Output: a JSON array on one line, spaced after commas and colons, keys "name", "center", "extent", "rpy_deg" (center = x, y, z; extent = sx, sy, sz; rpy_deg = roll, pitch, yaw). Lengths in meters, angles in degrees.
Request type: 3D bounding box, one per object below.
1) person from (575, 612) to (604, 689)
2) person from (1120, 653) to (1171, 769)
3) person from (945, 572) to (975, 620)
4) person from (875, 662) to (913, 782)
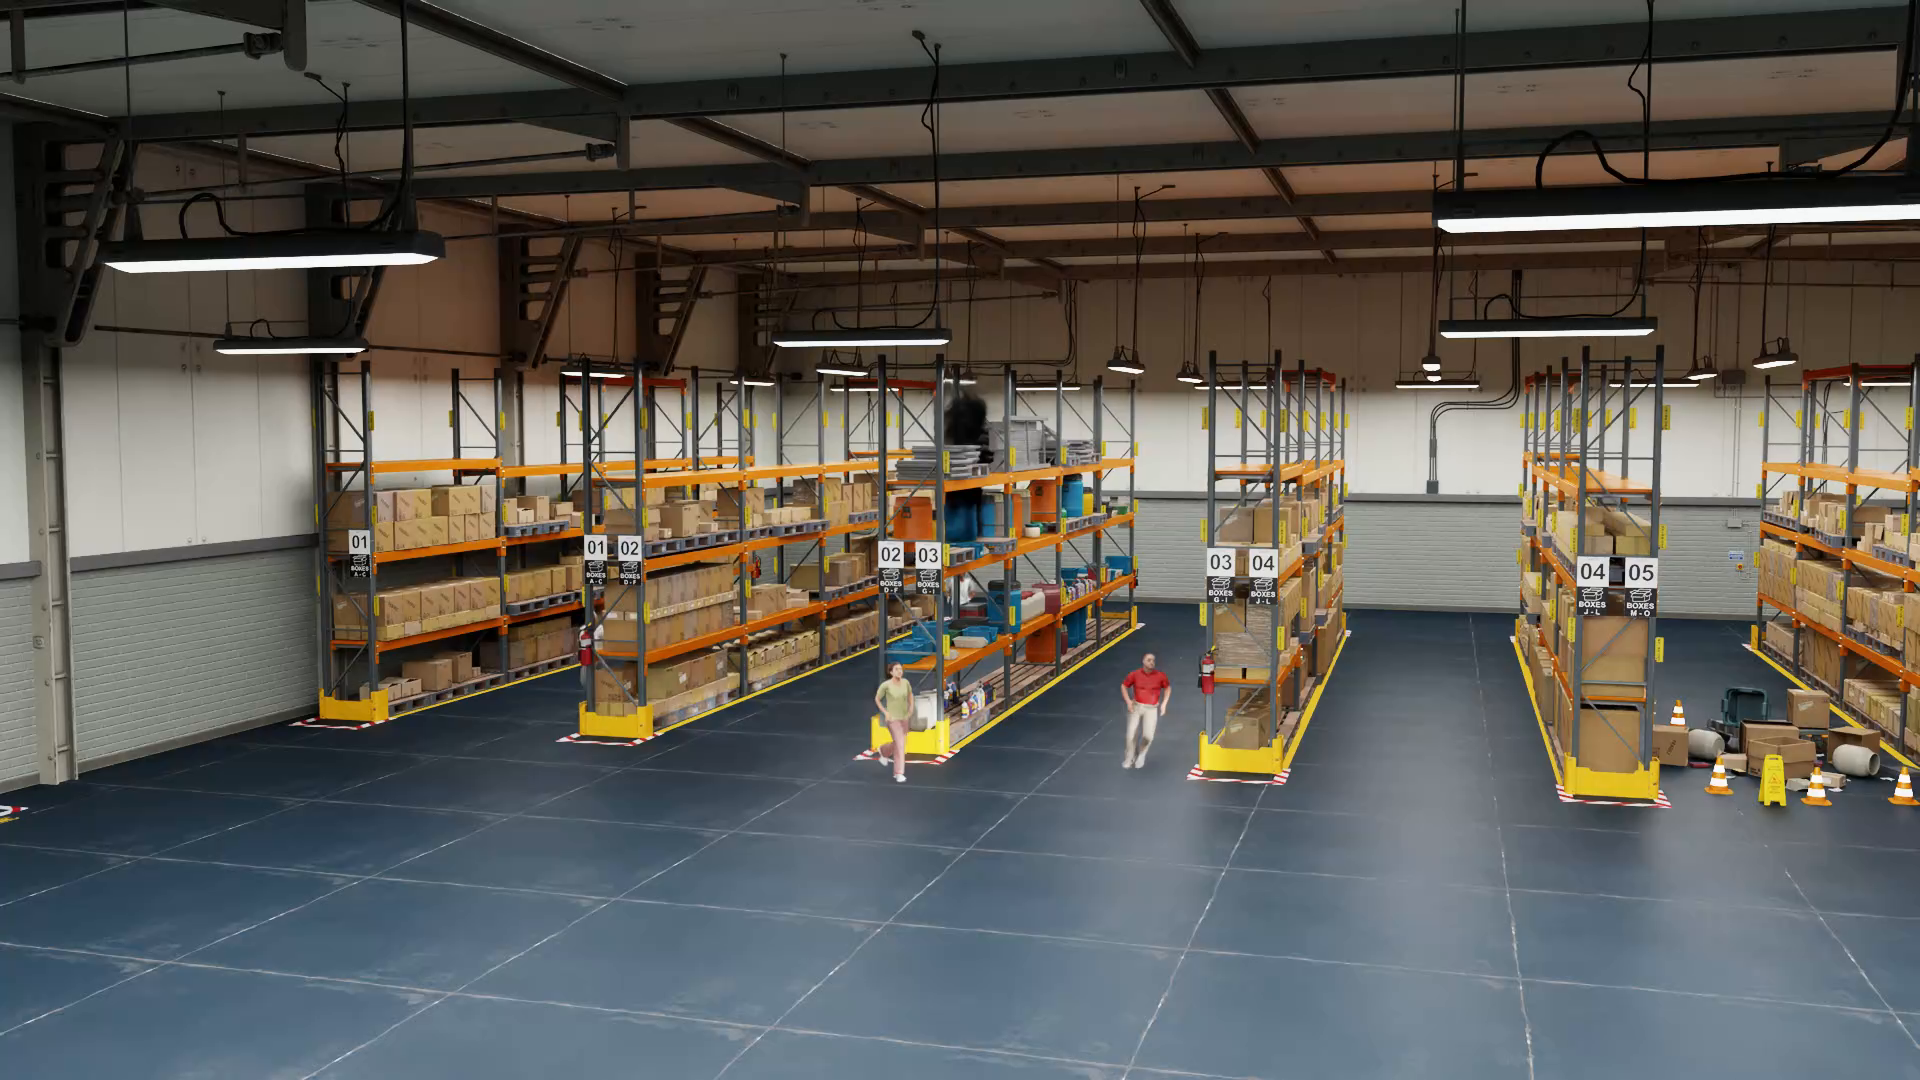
[{"name": "person", "center": [-6.371, 2.082, 28.902], "extent": [0.691, 1.734, 0.632], "rpy_deg": [1, 4, 15]}, {"name": "person", "center": [2.664, 2.461, 23.879], "extent": [0.724, 1.676, 0.580], "rpy_deg": [0, 4, 6]}, {"name": "person", "center": [0.001, 1.463, 37.428], "extent": [0.682, 1.733, 0.625], "rpy_deg": [0, 4, 6]}, {"name": "person", "center": [-0.930, 2.515, 23.350], "extent": [0.595, 1.662, 0.741], "rpy_deg": [-3, 5, -34]}]
